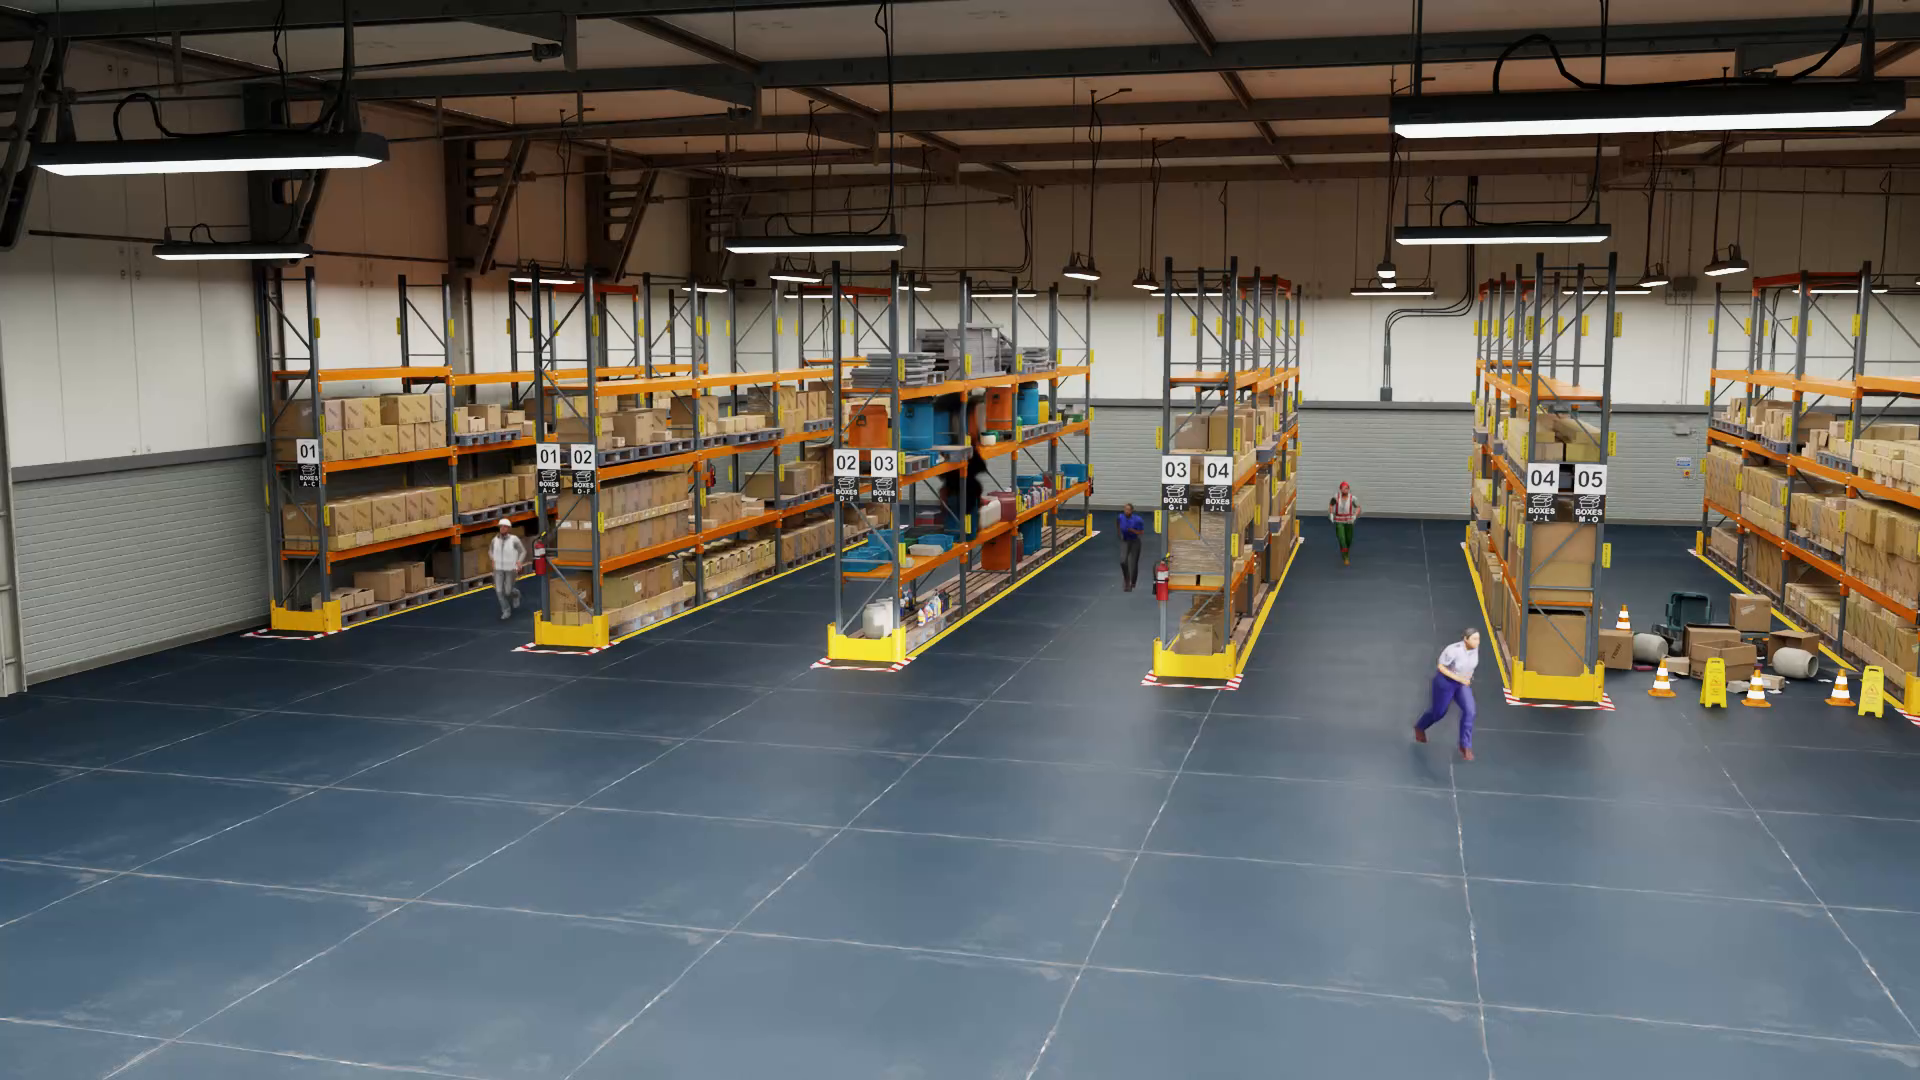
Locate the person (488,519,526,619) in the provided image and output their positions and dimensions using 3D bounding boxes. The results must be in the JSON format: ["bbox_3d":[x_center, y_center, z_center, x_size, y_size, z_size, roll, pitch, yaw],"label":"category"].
[{"bbox_3d":[-7.896,0.491,28.931,0.661,1.731,0.585,0,7,3],"label":"person"}]

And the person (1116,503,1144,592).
[{"bbox_3d":[3.048,0.129,29.943,0.564,1.625,0.825,2,7,15],"label":"person"}]

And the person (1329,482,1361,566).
[{"bbox_3d":[8.224,-0.371,35.561,0.682,1.767,0.913,2,8,15],"label":"person"}]

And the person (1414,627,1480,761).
[{"bbox_3d":[5.776,1.766,19.702,0.648,1.612,0.963,-4,8,-29],"label":"person"}]
